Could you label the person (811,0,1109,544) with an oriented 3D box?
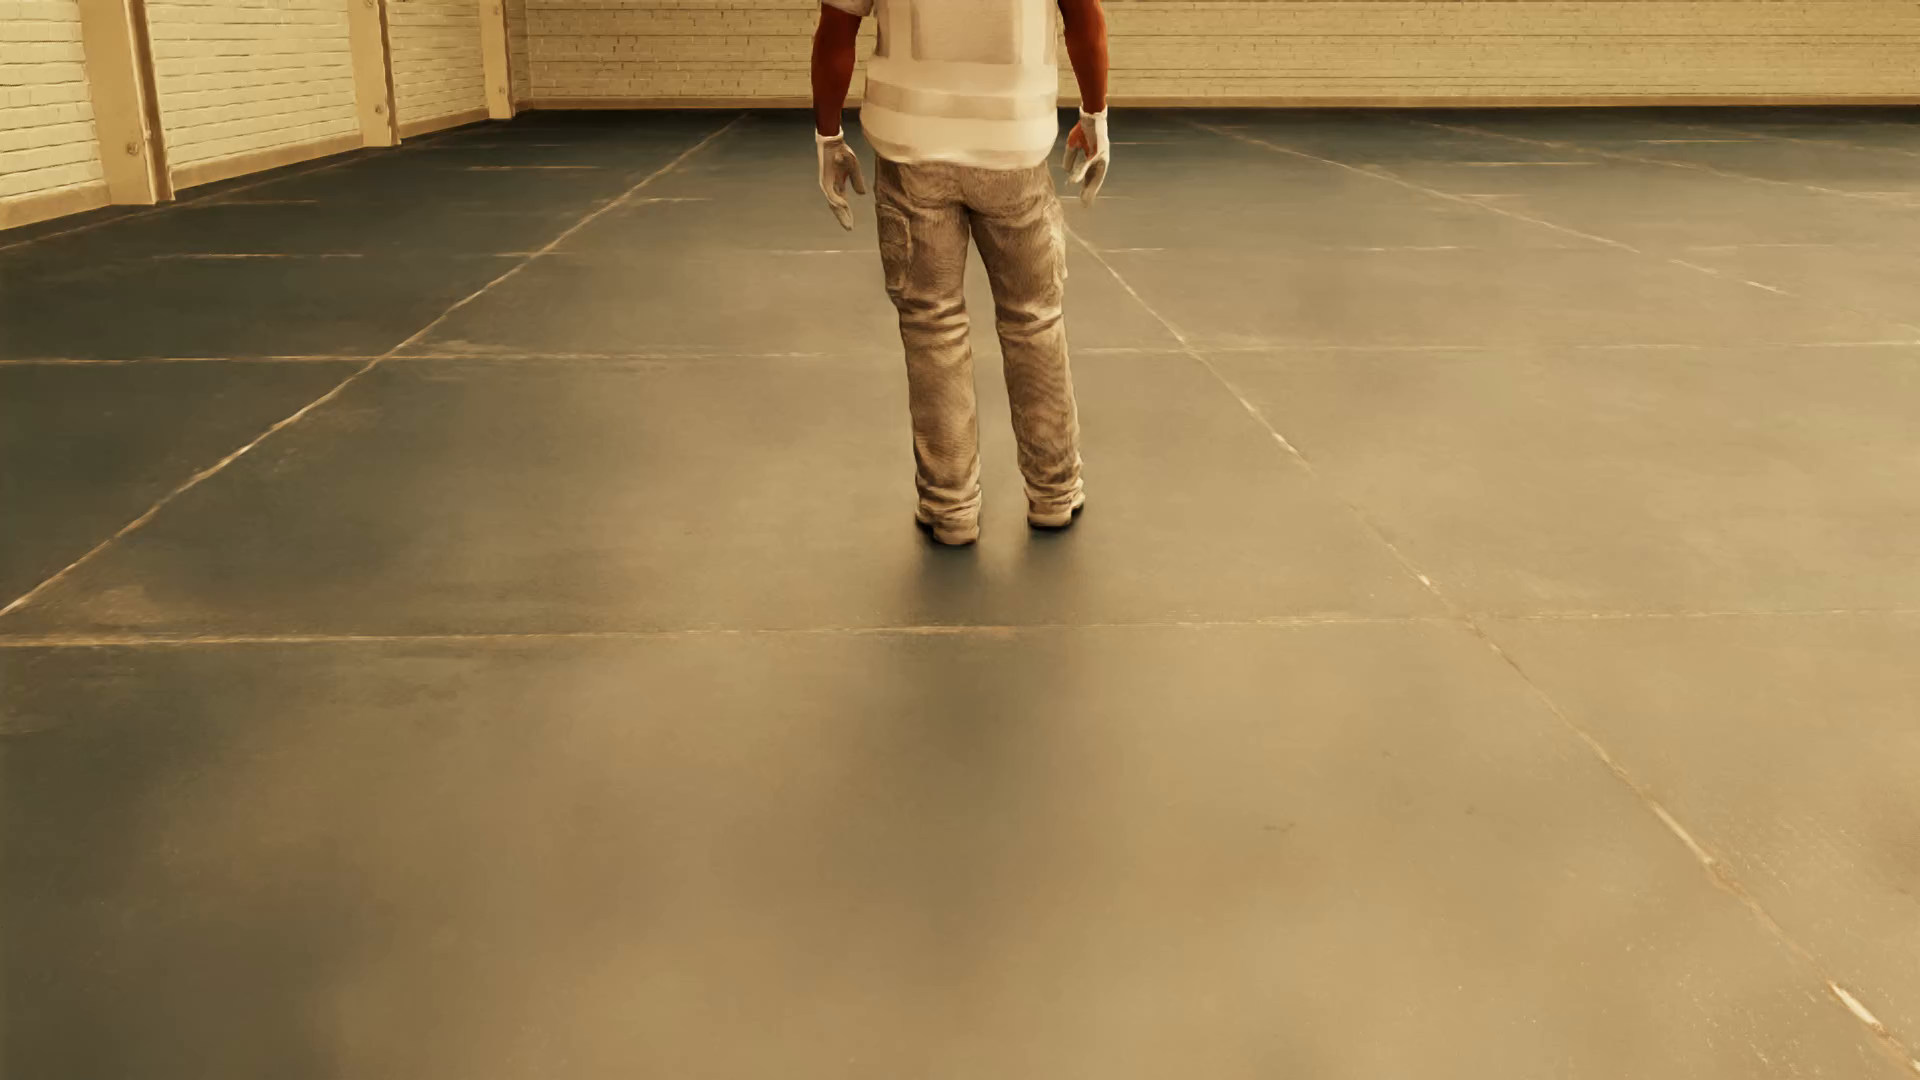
[{"bbox_3d":[0.004,-0.881,3.724,0.655,1.782,0.576,-1,17,-3],"label":"person"}]
